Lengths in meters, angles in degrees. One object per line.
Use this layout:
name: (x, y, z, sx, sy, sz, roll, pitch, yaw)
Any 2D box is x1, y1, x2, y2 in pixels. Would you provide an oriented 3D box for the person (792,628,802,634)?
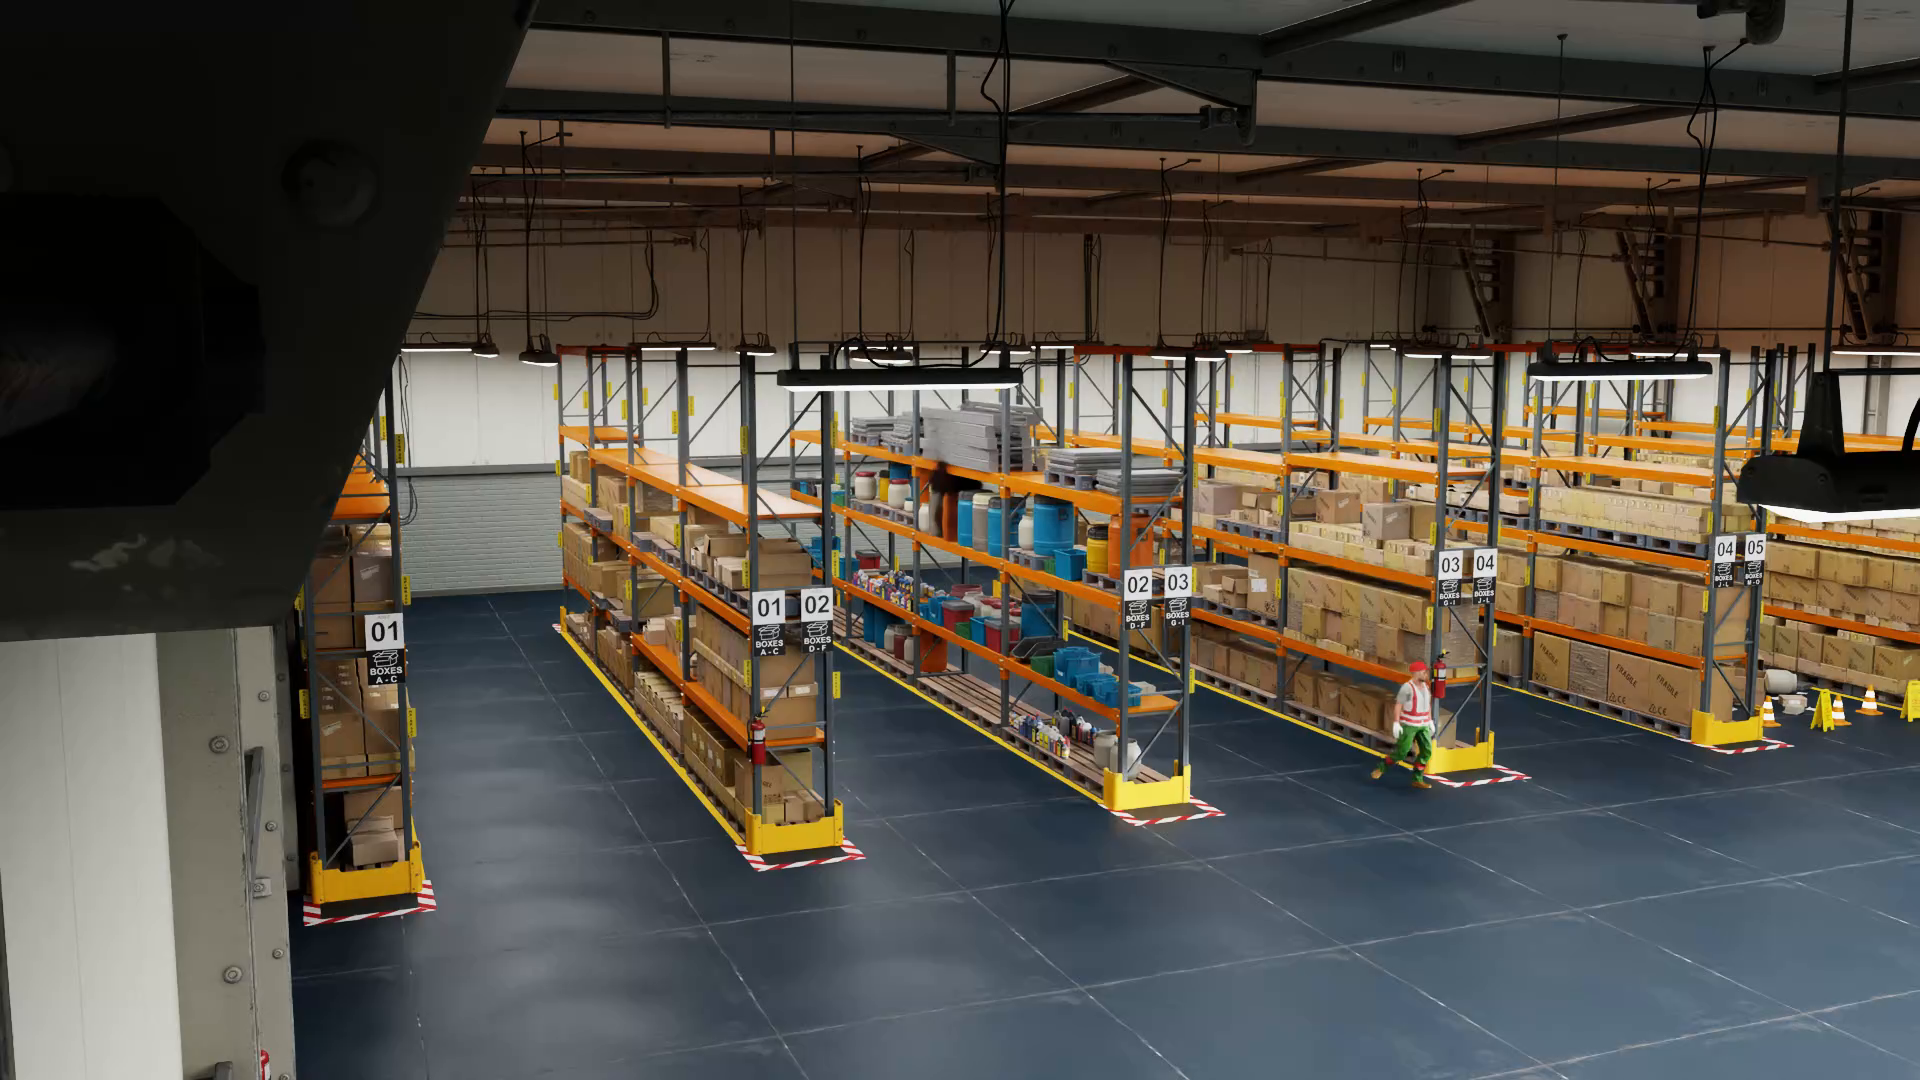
person: (-3.349, 1.413, 32.615, 0.602, 1.576, 0.800, -4, 8, -28)

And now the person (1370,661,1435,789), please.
person: (6.159, 2.545, 22.964, 0.804, 1.762, 0.625, -4, 8, -30)
